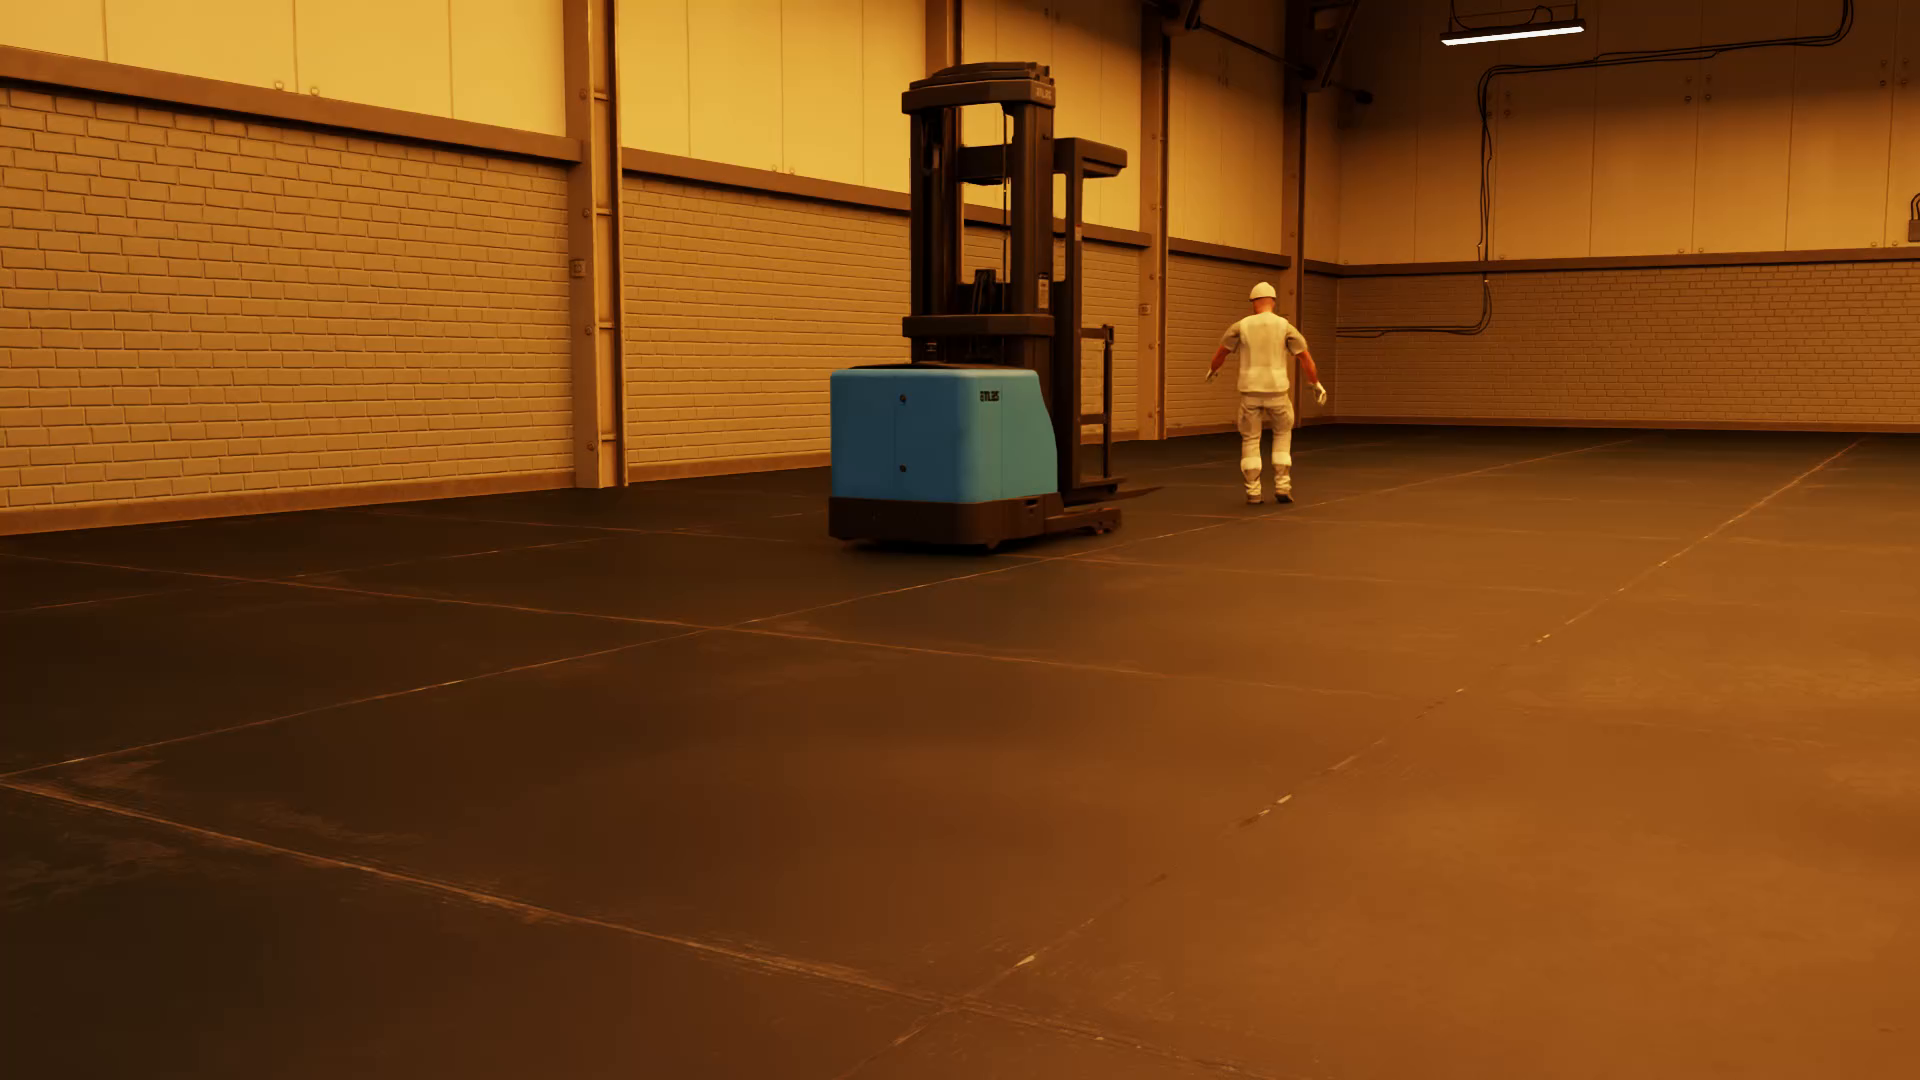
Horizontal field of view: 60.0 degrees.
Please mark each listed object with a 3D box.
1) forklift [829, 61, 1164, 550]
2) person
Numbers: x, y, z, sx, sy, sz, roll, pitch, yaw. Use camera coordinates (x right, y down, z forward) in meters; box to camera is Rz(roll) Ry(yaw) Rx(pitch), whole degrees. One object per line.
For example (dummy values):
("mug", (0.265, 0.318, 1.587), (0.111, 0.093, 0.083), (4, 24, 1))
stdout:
("forklift", (0.410, -1.512, 10.879), (1.130, 2.935, 3.031), (4, 7, 31))
("person", (2.458, -1.162, 13.413), (0.981, 1.805, 0.521), (2, 6, 16))
